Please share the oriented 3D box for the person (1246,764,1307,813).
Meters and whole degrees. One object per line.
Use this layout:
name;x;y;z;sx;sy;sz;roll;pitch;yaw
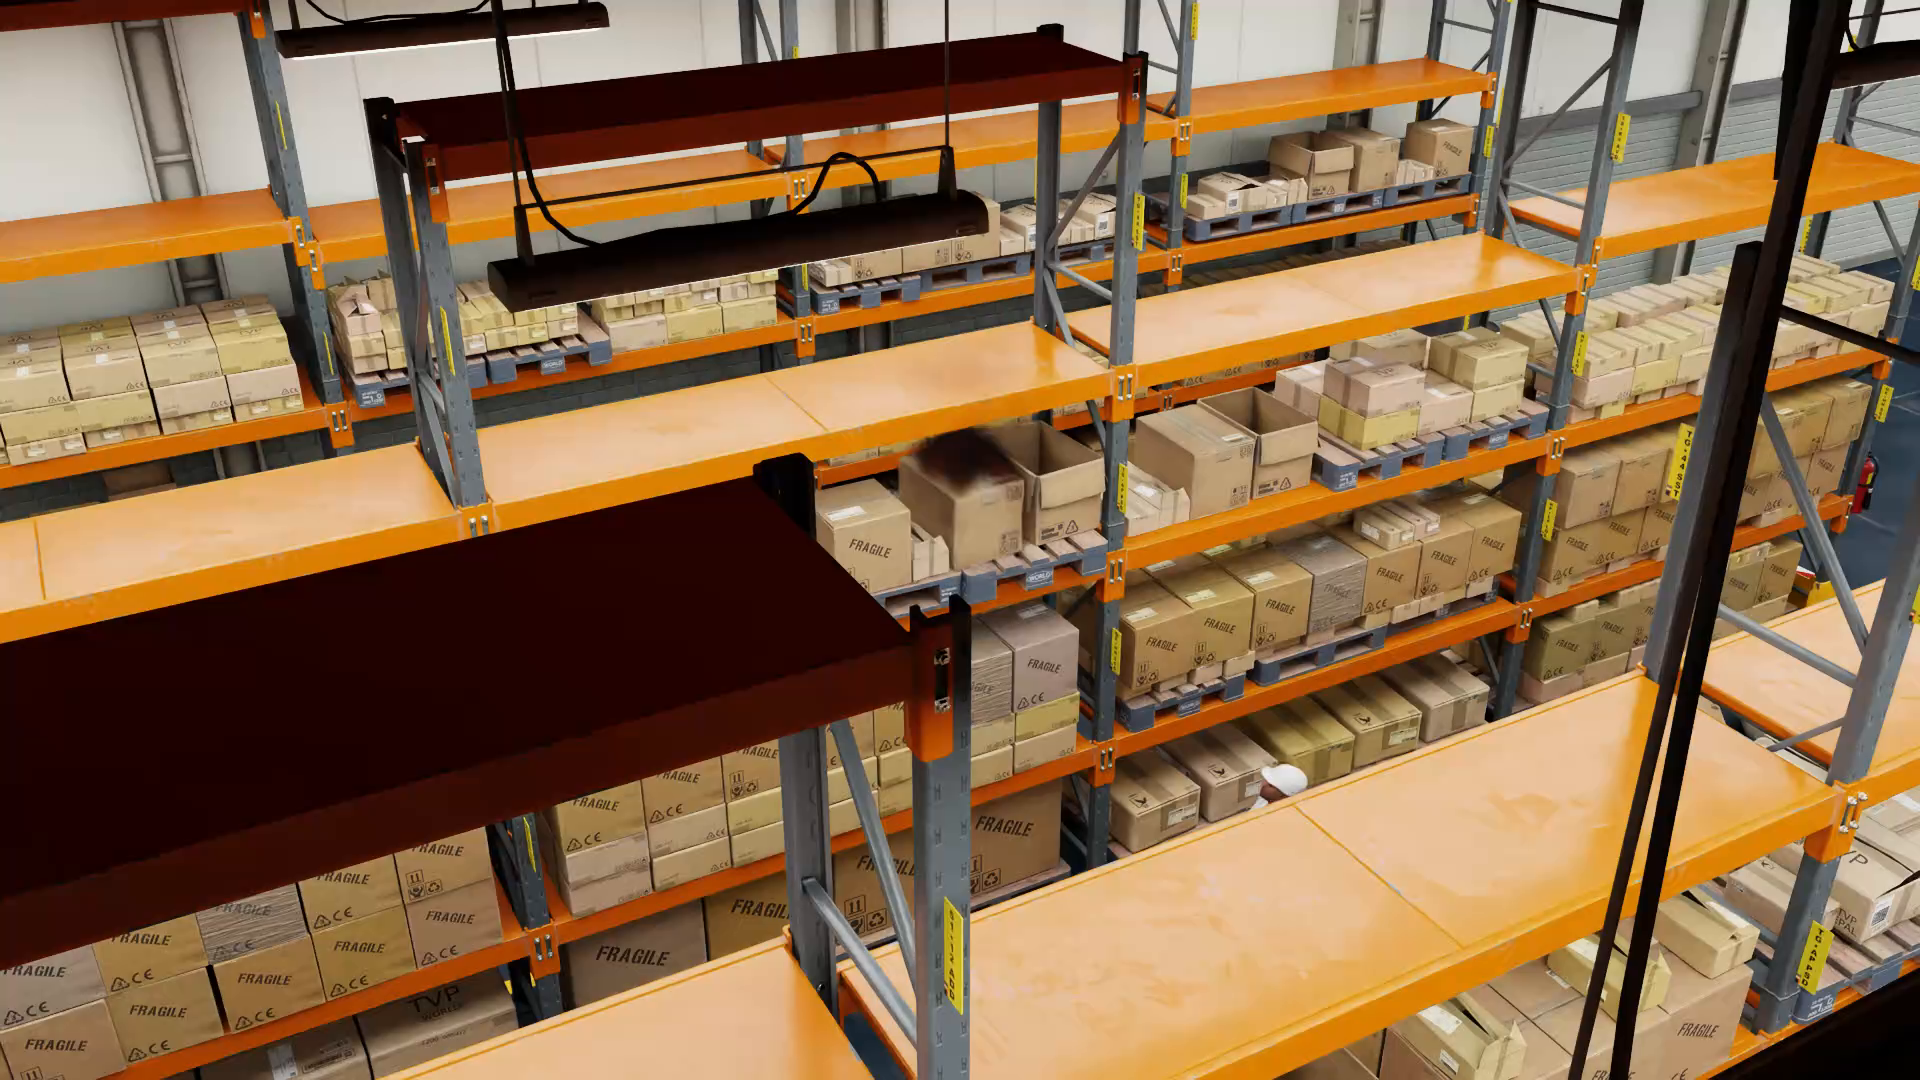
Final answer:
person;1.927;2.164;10.606;0.477;1.748;0.616;-11;30;-20
